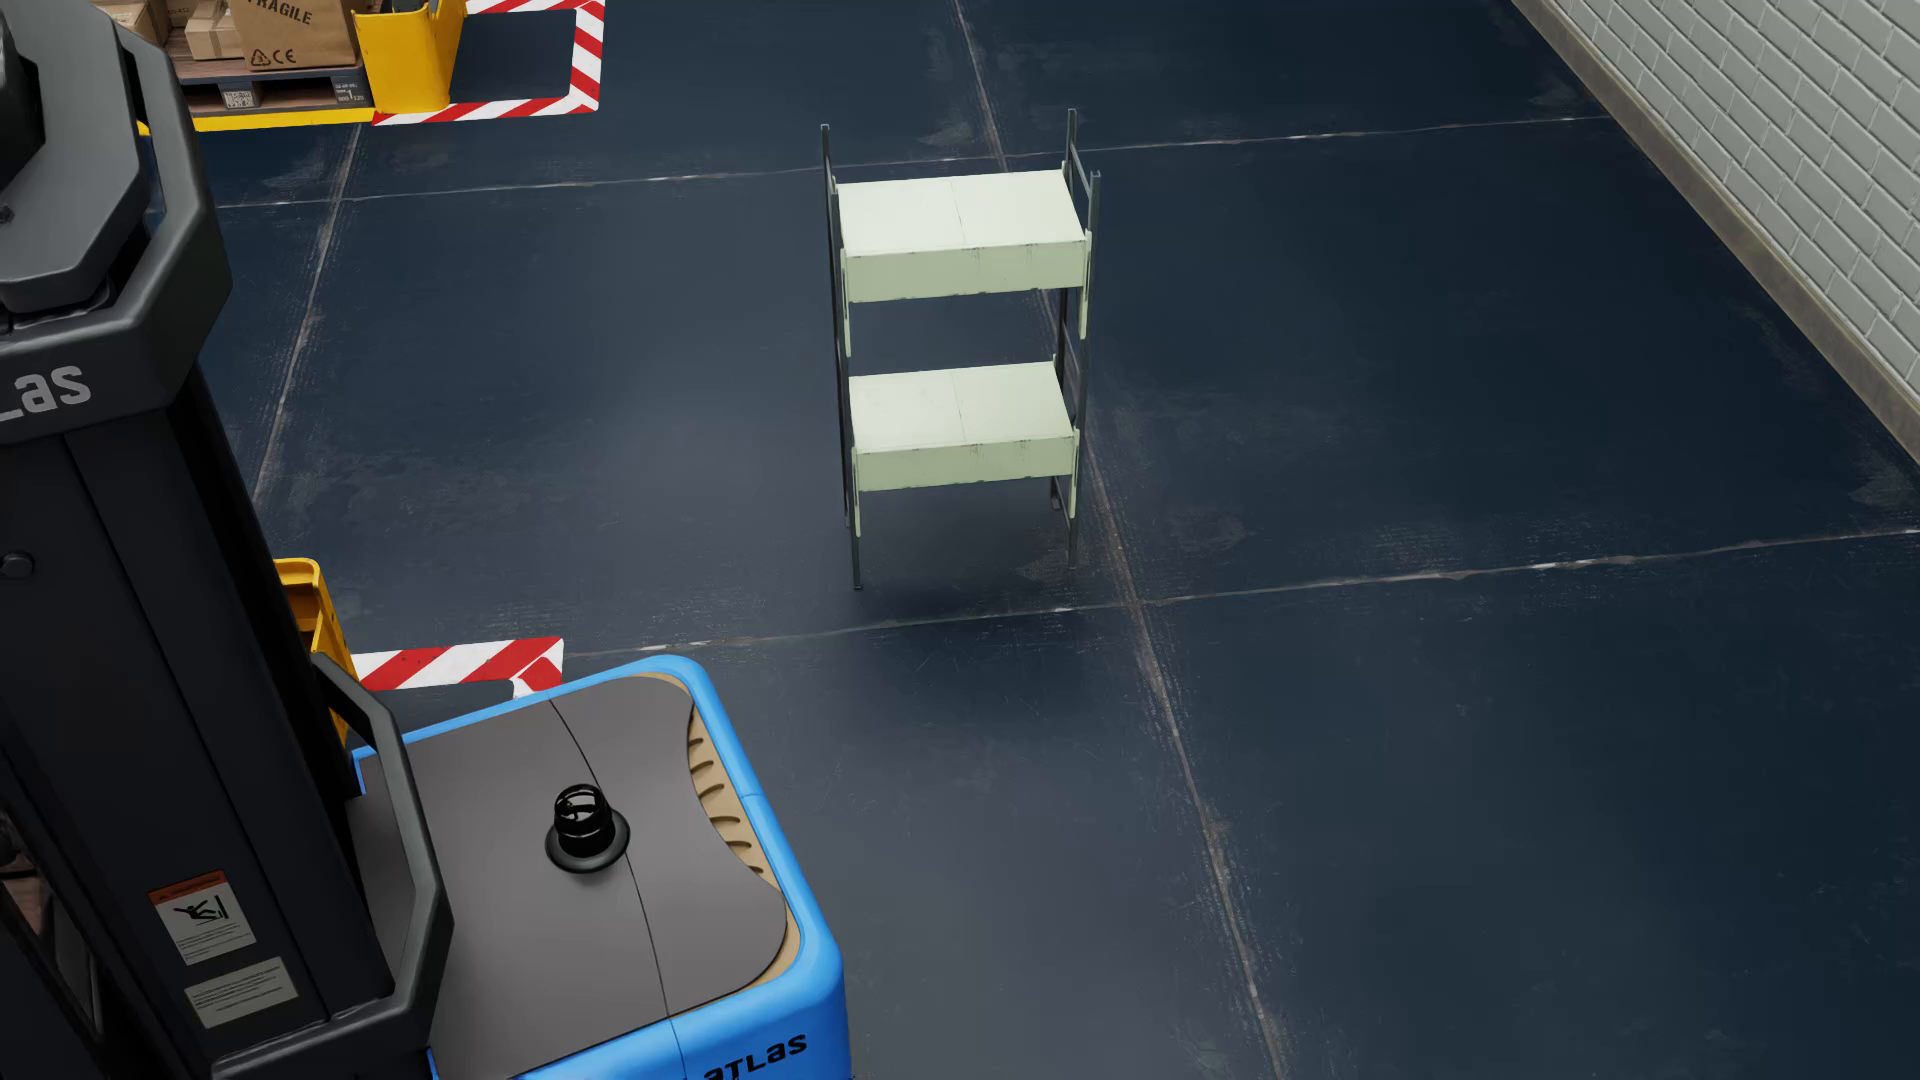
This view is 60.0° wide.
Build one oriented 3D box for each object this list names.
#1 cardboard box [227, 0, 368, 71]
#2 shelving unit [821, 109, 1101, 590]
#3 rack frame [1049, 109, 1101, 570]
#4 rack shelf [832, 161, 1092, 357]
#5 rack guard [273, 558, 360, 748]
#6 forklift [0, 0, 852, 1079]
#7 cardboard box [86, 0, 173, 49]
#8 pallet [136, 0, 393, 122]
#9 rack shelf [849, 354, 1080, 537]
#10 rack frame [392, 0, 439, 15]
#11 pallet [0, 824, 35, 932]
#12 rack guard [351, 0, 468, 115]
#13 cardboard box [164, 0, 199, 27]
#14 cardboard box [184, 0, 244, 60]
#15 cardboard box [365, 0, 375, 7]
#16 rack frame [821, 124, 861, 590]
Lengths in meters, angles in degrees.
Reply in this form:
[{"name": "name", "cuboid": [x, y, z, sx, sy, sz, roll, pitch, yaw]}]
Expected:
[{"name": "cardboard box", "cuboid": [-3.160, -2.595, 7.926, 0.500, 0.500, 0.500, -5, 42, -6]}, {"name": "shelving unit", "cuboid": [-0.007, -0.556, 5.247, 0.755, 1.500, 0.431, -5, 42, -6]}, {"name": "rack frame", "cuboid": [0.356, -0.588, 5.282, 0.023, 1.500, 0.400, -5, 42, -6]}, {"name": "rack shelf", "cuboid": [-0.007, -0.846, 4.986, 0.720, 0.370, 0.431, -5, 42, -6]}, {"name": "rack guard", "cuboid": [-1.992, 0.636, 4.671, 0.348, 0.500, 1.175, -5, 42, -6]}, {"name": "forklift", "cuboid": [-1.777, 0.662, 2.828, 3.031, 2.935, 1.130, -17, 45, -18]}, {"name": "cardboard box", "cuboid": [-4.106, -2.440, 7.940, 0.500, 0.250, 0.500, -5, 42, -6]}, {"name": "pallet", "cuboid": [-3.518, -2.459, 8.319, 1.213, 0.211, 1.003, -5, 42, -6]}, {"name": "rack shelf", "cuboid": [-0.007, -0.314, 5.465, 0.720, 0.370, 0.431, -5, 42, -6]}, {"name": "rack frame", "cuboid": [-2.653, -3.571, 7.470, 0.127, 3.000, 1.000, -5, 42, -6]}, {"name": "pallet", "cuboid": [-2.837, 0.800, 4.705, 1.213, 0.211, 1.003, -5, 42, -6]}, {"name": "rack guard", "cuboid": [-2.728, -2.636, 8.299, 0.348, 0.500, 1.175, -5, 42, -6]}, {"name": "cardboard box", "cuboid": [-3.724, -2.811, 8.352, 0.500, 0.250, 0.500, -5, 42, -6]}, {"name": "cardboard box", "cuboid": [-3.573, -2.496, 8.065, 0.250, 0.166, 0.380, -5, 42, -6]}, {"name": "cardboard box", "cuboid": [-3.113, -2.868, 8.490, 0.250, 0.149, 0.380, -5, 42, -6]}, {"name": "rack frame", "cuboid": [-0.370, -0.525, 5.212, 0.023, 1.500, 0.400, -5, 42, -6]}]
